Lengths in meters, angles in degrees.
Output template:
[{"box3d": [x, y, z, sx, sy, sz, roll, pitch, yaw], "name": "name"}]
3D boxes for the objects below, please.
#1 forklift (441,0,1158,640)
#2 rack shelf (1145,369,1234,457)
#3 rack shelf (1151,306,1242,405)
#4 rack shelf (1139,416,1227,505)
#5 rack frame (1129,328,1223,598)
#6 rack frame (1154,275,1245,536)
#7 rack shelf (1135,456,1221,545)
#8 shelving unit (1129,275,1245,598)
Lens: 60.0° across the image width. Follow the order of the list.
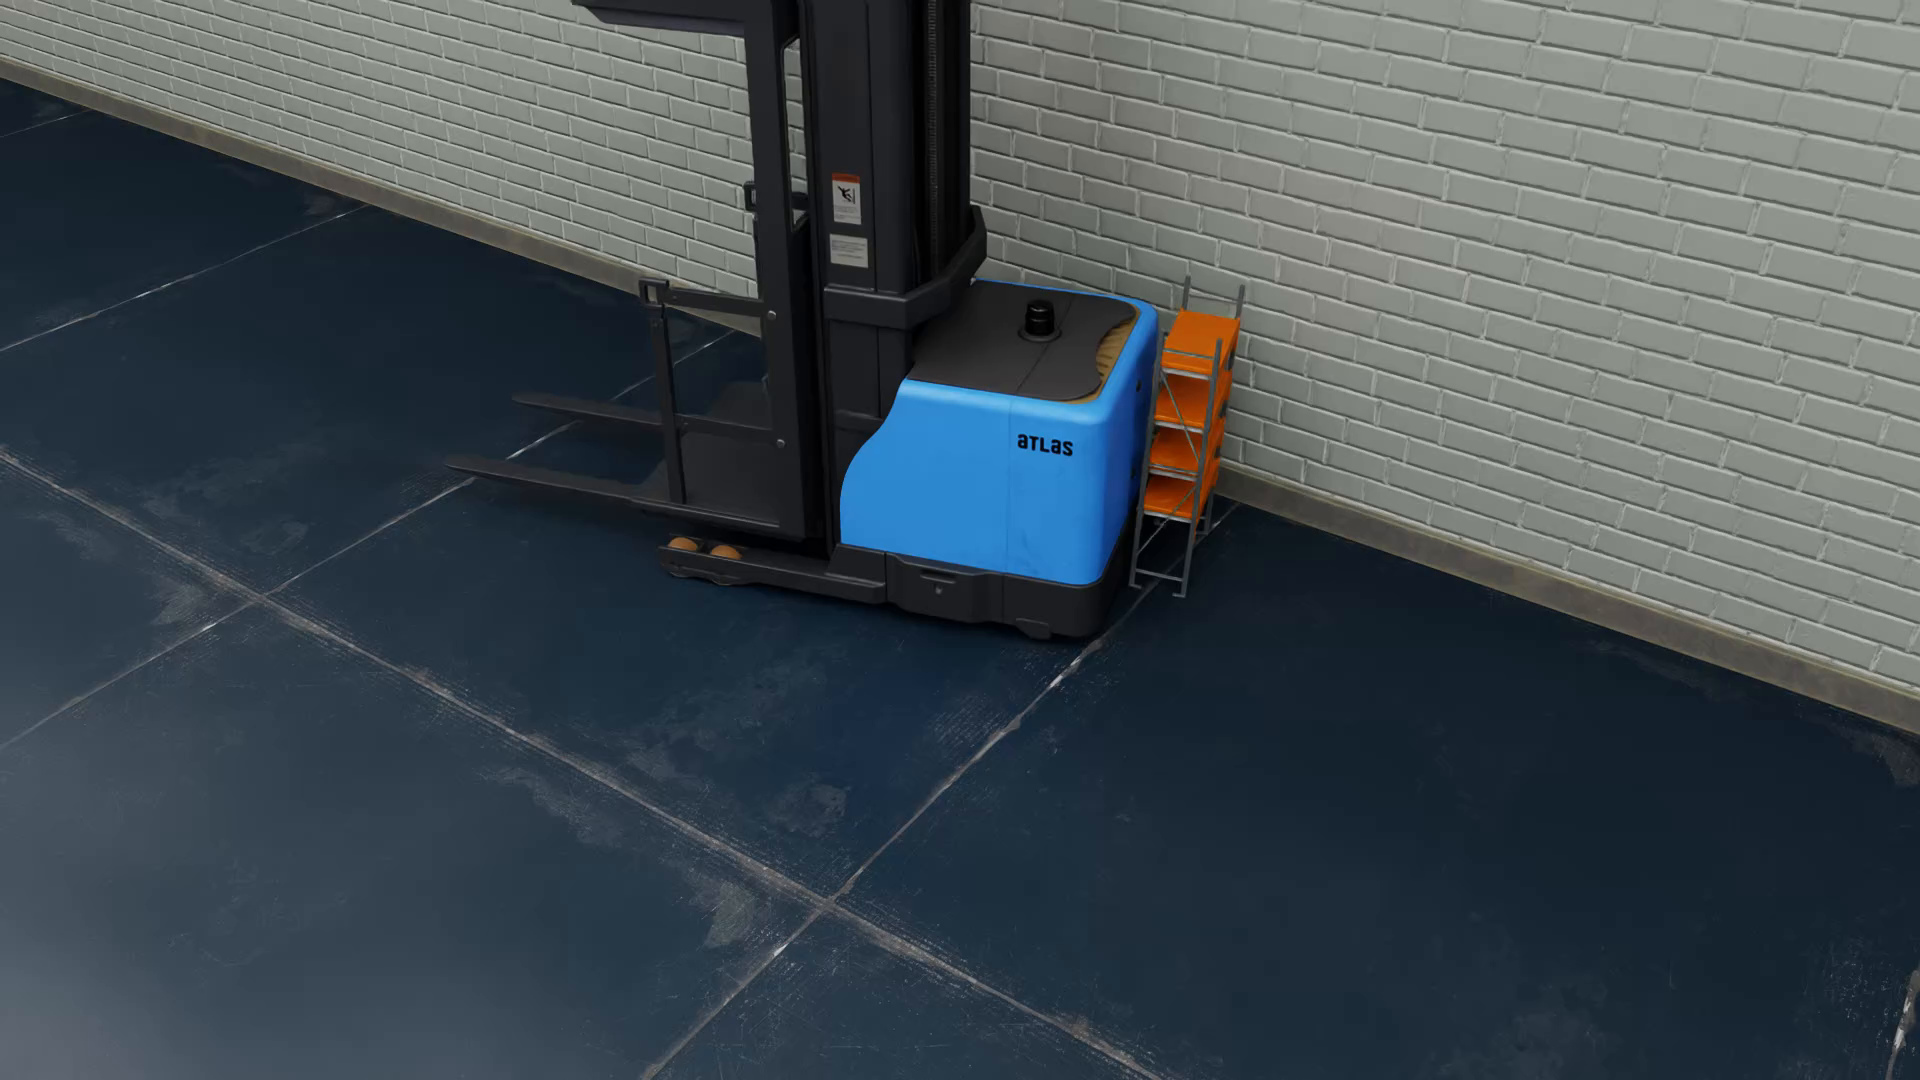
[{"box3d": [-0.755, -1.293, 6.545, 3.031, 2.935, 1.130, 10, 35, 14], "name": "forklift"}, {"box3d": [0.925, -0.538, 6.686, 0.258, 0.148, 0.480, 12, 36, 13], "name": "rack shelf"}, {"box3d": [0.934, -0.732, 6.551, 0.258, 0.148, 0.480, 12, 36, 13], "name": "rack shelf"}, {"box3d": [0.916, -0.354, 6.813, 0.258, 0.148, 0.480, 12, 36, 13], "name": "rack shelf"}, {"box3d": [0.843, -0.279, 6.583, 0.240, 1.200, 0.015, 12, 36, 13], "name": "rack frame"}, {"box3d": [0.994, -0.540, 6.967, 0.240, 1.200, 0.015, 12, 36, 13], "name": "rack frame"}, {"box3d": [0.909, -0.191, 6.927, 0.258, 0.148, 0.480, 12, 36, 13], "name": "rack shelf"}, {"box3d": [0.919, -0.409, 6.775, 0.258, 1.200, 0.503, 12, 36, 13], "name": "shelving unit"}]
